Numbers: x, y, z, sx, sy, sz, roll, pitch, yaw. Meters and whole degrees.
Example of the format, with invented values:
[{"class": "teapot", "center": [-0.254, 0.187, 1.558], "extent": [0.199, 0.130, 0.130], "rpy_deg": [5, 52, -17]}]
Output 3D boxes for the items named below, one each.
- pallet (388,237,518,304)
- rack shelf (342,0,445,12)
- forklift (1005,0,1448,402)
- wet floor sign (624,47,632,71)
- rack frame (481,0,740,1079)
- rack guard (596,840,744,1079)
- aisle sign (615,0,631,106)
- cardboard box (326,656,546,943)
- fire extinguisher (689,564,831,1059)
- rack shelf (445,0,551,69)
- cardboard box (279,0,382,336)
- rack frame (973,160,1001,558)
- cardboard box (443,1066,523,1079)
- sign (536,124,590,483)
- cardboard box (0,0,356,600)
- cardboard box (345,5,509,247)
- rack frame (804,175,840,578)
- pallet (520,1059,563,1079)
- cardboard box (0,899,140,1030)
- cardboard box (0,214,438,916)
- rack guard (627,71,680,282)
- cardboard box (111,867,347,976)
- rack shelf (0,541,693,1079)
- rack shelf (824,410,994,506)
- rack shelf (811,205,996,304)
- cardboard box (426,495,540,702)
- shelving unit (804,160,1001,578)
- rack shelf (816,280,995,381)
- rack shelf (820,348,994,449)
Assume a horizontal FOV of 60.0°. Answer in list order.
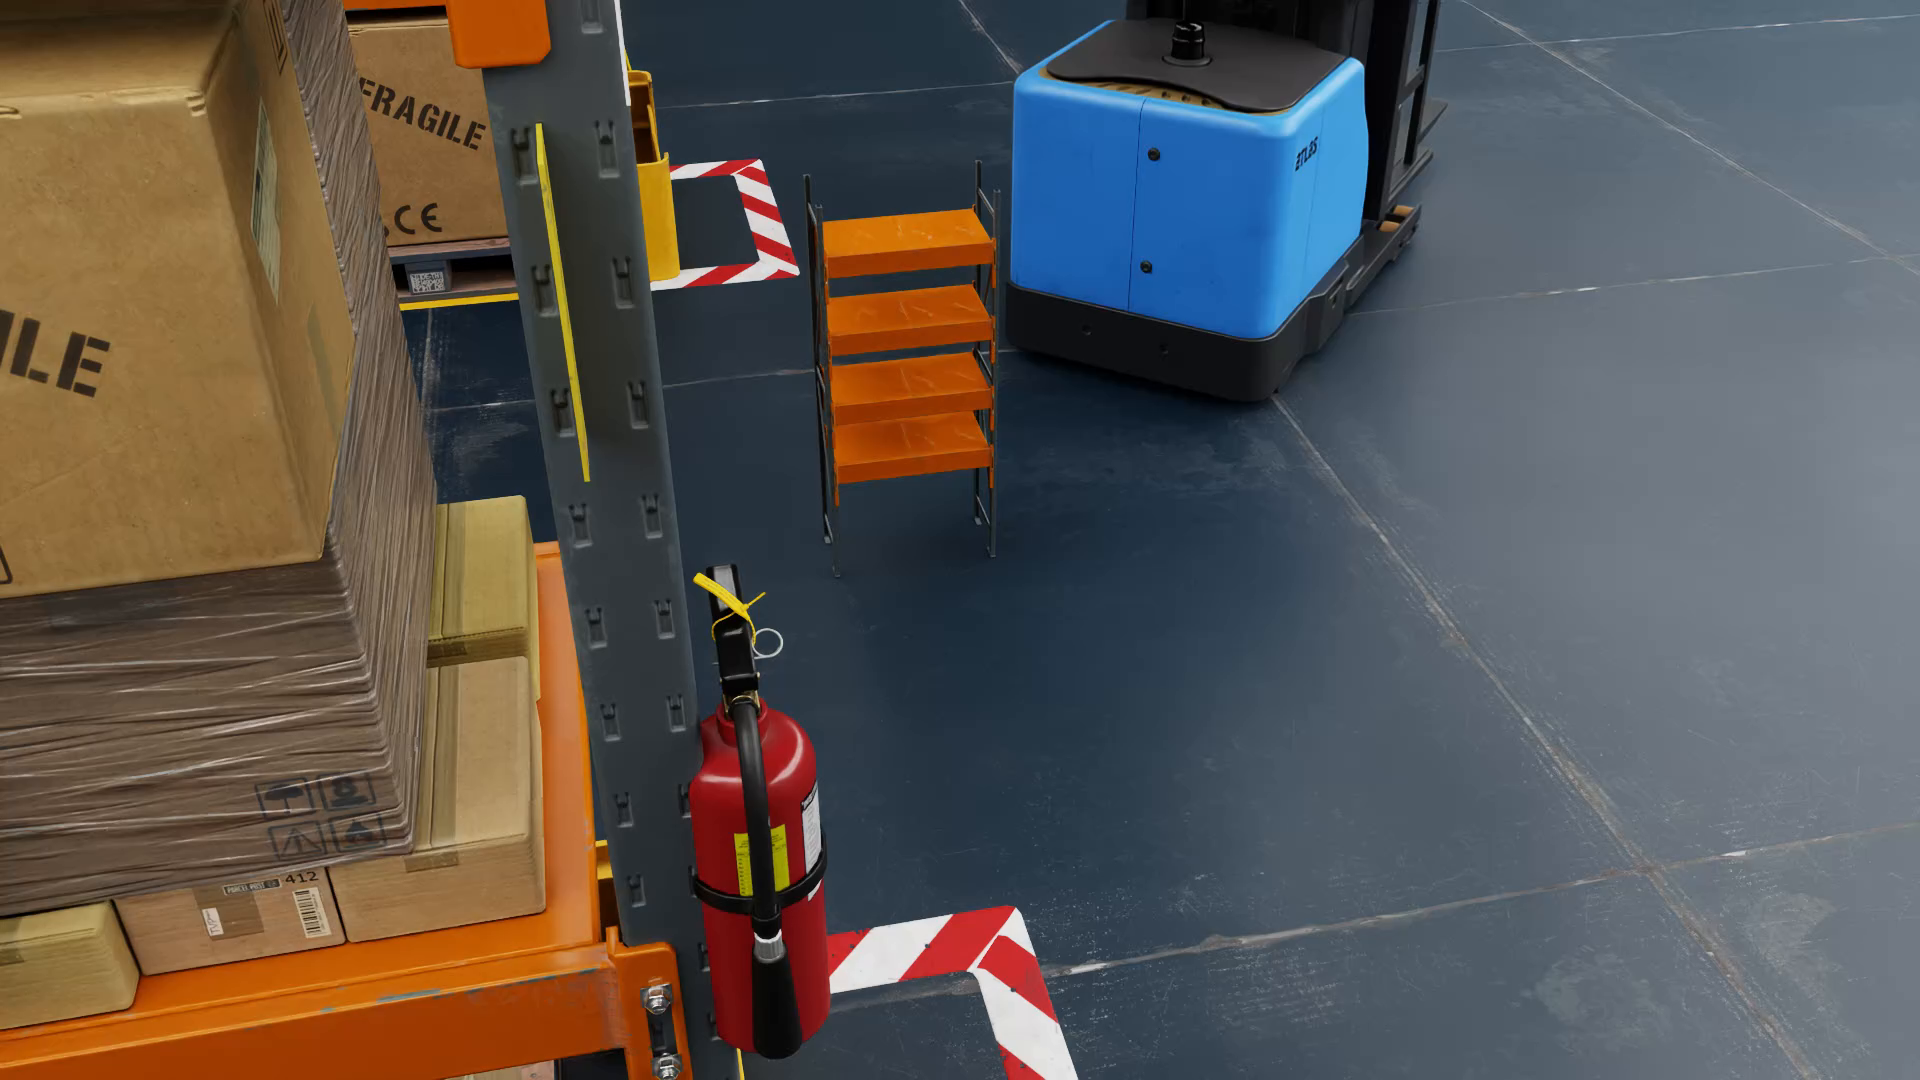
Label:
[{"class": "pallet", "center": [-2.232, -1.318, 7.024], "extent": [1.213, 0.211, 1.003], "rpy_deg": [-7, 35, -11]}, {"class": "rack shelf", "center": [-3.420, -2.072, 6.291], "extent": [4.000, 0.370, 1.077], "rpy_deg": [-7, 35, -11]}, {"class": "forklift", "center": [1.321, -2.501, 6.346], "extent": [1.130, 2.935, 3.031], "rpy_deg": [17, 37, 24]}, {"class": "wet floor sign", "center": [-1.878, -2.719, 8.722], "extent": [0.232, 0.644, 0.267], "rpy_deg": [-13, 36, -19]}, {"class": "rack frame", "center": [-0.474, 0.092, 2.422], "extent": [0.127, 3.000, 1.000], "rpy_deg": [-7, 35, -11]}, {"class": "rack guard", "center": [-0.548, 1.139, 3.104], "extent": [0.348, 0.500, 1.175], "rpy_deg": [-7, 35, -11]}, {"class": "aisle sign", "center": [-0.347, -0.832, 1.466], "extent": [0.004, 0.787, 0.394], "rpy_deg": [-7, 35, -11]}, {"class": "cardboard box", "center": [-0.706, 0.343, 2.272], "extent": [0.250, 0.149, 0.380], "rpy_deg": [-7, 35, -11]}, {"class": "fire extinguisher", "center": [-0.261, 0.360, 2.091], "extent": [0.183, 0.674, 0.296], "rpy_deg": [-7, 35, -11]}, {"class": "rack shelf", "center": [-2.425, -0.609, 1.420], "extent": [4.000, 0.370, 1.077], "rpy_deg": [-7, 35, -11]}, {"class": "cardboard box", "center": [-1.070, -0.569, 2.152], "extent": [0.500, 0.500, 0.500], "rpy_deg": [-7, 35, -11]}, {"class": "rack frame", "center": [0.077, -0.508, 4.930], "extent": [0.015, 1.200, 0.240], "rpy_deg": [-7, 35, -11]}, {"class": "cardboard box", "center": [-1.087, 1.023, 2.900], "extent": [0.500, 0.500, 0.500], "rpy_deg": [-1, 34, -2]}, {"class": "sign", "center": [-0.371, -0.216, 1.558], "extent": [0.005, 0.325, 0.100], "rpy_deg": [-7, 35, -11]}, {"class": "cardboard box", "center": [-0.956, -0.287, 1.731], "extent": [0.500, 0.500, 0.500], "rpy_deg": [-7, 35, -11]}, {"class": "cardboard box", "center": [-2.116, -1.789, 6.755], "extent": [0.875, 0.875, 0.875], "rpy_deg": [-7, 34, -10]}, {"class": "rack frame", "center": [-0.399, -0.448, 4.841], "extent": [0.015, 1.200, 0.240], "rpy_deg": [-7, 35, -11]}, {"class": "pallet", "center": [-1.348, 1.339, 3.065], "extent": [1.213, 0.211, 1.003], "rpy_deg": [-7, 35, -11]}, {"class": "cardboard box", "center": [-1.183, 0.432, 2.139], "extent": [0.250, 0.149, 0.380], "rpy_deg": [-7, 35, -11]}, {"class": "cardboard box", "center": [-1.016, -0.021, 2.232], "extent": [0.500, 0.500, 0.875], "rpy_deg": [-7, 35, -11]}, {"class": "rack guard", "center": [-1.446, -1.582, 7.158], "extent": [0.348, 0.500, 1.175], "rpy_deg": [-7, 35, -11]}, {"class": "cardboard box", "center": [-0.950, 0.373, 2.227], "extent": [0.250, 0.149, 0.380], "rpy_deg": [-7, 35, -11]}, {"class": "rack shelf", "center": [-2.425, 0.636, 2.256], "extent": [4.000, 0.370, 1.077], "rpy_deg": [-7, 35, -11]}, {"class": "rack shelf", "center": [-0.161, -0.257, 5.033], "extent": [0.480, 0.148, 0.258], "rpy_deg": [-7, 35, -11]}, {"class": "rack shelf", "center": [-0.161, -0.804, 4.666], "extent": [0.480, 0.148, 0.258], "rpy_deg": [-7, 35, -11]}, {"class": "cardboard box", "center": [-0.805, 0.101, 2.633], "extent": [0.250, 0.149, 0.380], "rpy_deg": [-7, 35, -11]}, {"class": "shelving unit", "center": [-0.161, -0.478, 4.885], "extent": [0.503, 1.200, 0.258], "rpy_deg": [-7, 35, -11]}, {"class": "rack shelf", "center": [-0.161, -0.608, 4.798], "extent": [0.480, 0.148, 0.258], "rpy_deg": [-7, 35, -11]}, {"class": "rack shelf", "center": [-0.161, -0.422, 4.923], "extent": [0.480, 0.148, 0.258], "rpy_deg": [-7, 35, -11]}]
